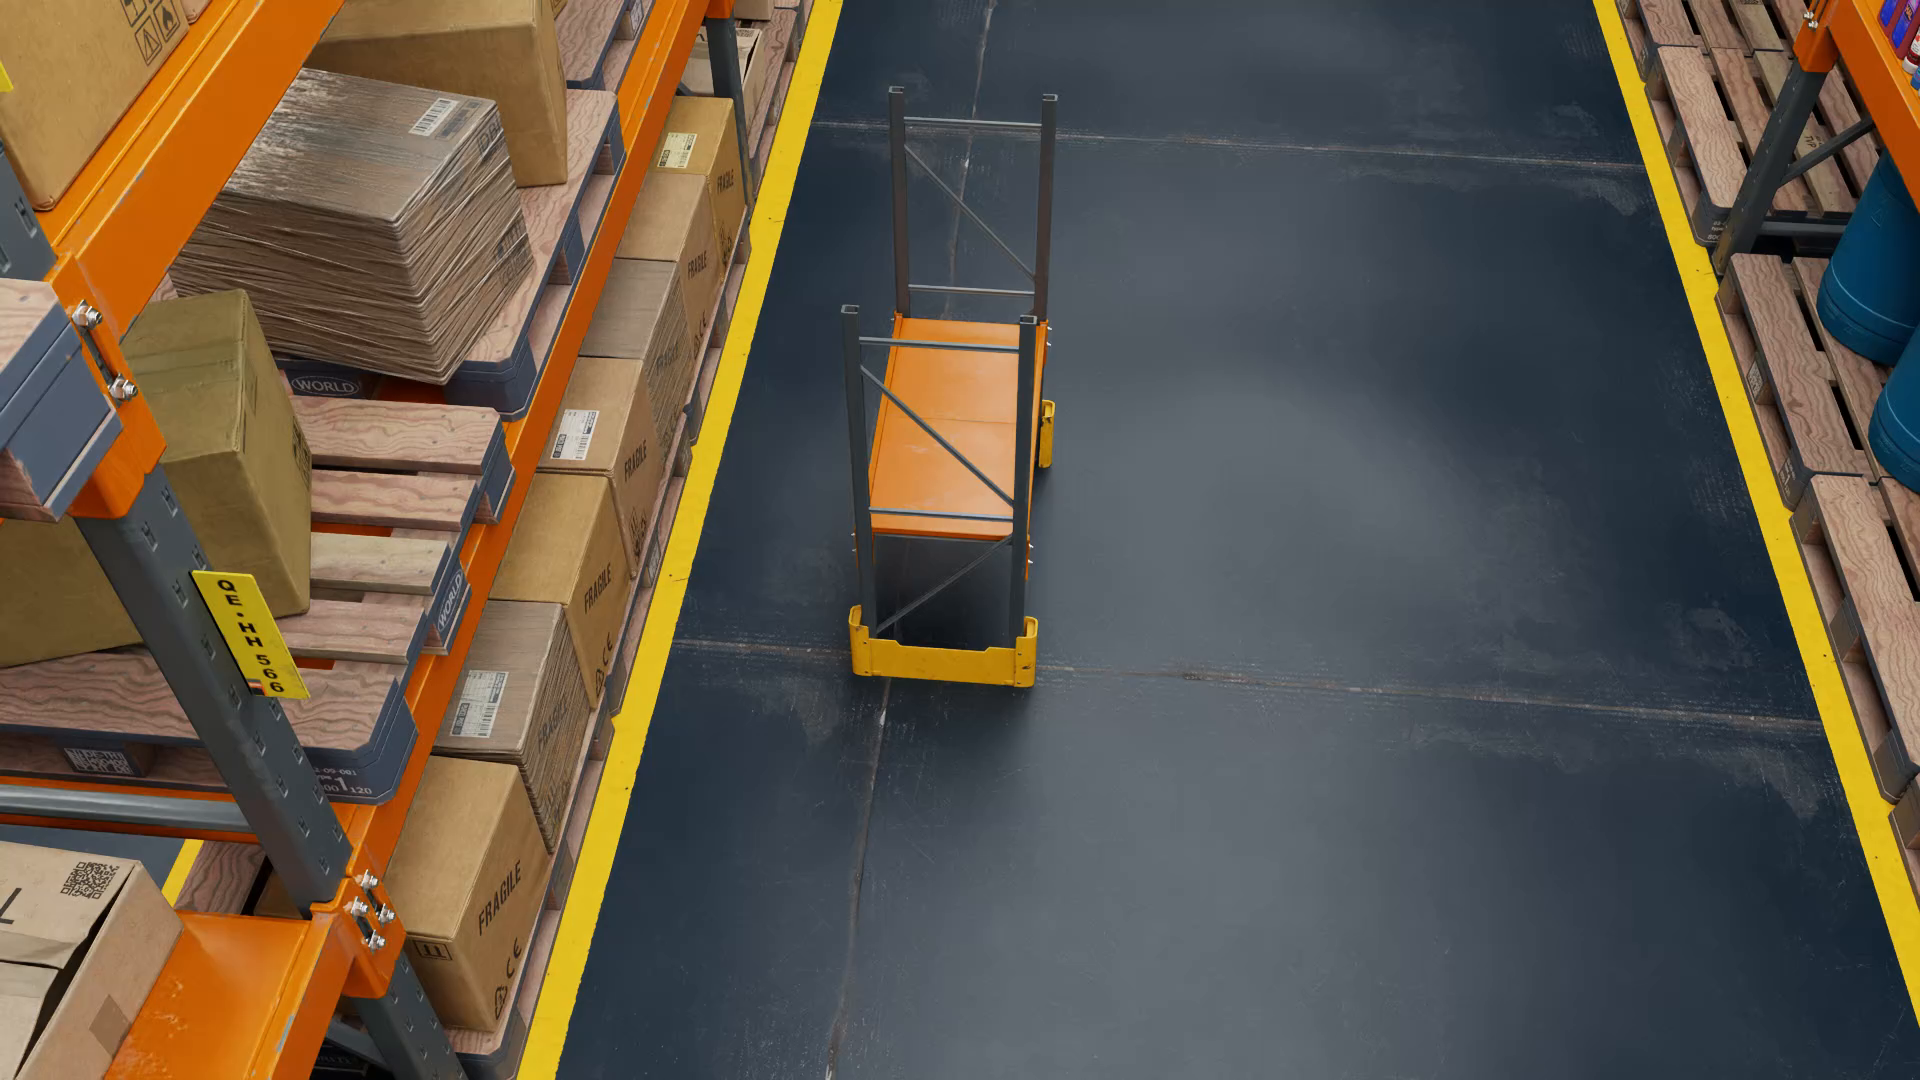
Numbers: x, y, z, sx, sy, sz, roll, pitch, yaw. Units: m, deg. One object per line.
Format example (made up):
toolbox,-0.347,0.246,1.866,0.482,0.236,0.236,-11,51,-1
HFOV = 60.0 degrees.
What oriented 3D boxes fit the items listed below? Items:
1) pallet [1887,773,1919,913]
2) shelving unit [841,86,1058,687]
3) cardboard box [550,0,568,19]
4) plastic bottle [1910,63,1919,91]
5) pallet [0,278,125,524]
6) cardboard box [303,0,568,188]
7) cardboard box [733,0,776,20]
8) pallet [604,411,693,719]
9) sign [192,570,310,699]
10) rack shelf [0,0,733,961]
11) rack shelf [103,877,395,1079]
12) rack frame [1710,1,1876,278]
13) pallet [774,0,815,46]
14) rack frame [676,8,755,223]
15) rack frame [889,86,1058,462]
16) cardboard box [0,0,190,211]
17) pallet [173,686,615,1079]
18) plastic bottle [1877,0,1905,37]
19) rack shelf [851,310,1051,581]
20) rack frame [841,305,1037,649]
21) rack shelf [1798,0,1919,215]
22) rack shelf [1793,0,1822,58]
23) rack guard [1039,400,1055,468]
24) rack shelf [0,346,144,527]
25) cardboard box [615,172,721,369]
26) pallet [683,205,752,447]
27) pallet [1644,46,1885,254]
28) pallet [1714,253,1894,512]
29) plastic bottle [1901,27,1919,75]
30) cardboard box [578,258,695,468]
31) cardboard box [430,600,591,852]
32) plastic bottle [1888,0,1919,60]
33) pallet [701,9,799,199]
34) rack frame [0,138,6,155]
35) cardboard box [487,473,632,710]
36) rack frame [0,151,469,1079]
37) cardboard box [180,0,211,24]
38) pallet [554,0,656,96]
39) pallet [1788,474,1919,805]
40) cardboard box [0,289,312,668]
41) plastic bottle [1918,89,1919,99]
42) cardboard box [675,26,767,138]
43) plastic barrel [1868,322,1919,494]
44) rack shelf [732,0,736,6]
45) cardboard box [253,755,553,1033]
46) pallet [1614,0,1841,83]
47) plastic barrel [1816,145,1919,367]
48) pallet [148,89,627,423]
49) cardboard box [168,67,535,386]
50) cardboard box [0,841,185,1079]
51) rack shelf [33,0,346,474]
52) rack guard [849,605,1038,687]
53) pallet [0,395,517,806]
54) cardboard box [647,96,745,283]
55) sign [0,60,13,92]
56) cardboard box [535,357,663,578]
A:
pallet,3.227,1.214,4.496,1.003,0.211,1.213,4,48,4
shelving unit,-0.007,-0.450,5.145,0.587,1.500,1.083,4,48,4
cardboard box,-1.637,-1.753,4.968,0.700,0.500,0.500,11,48,10
plastic bottle,3.090,-1.544,5.217,0.097,0.271,0.097,0,48,0
pallet,-1.708,0.075,1.743,1.213,0.211,1.003,6,48,5
cardboard box,-1.471,-1.293,4.548,0.700,0.500,0.500,-7,48,-6
cardboard box,-1.049,-2.542,7.665,0.380,0.166,0.250,4,48,4
pallet,-1.516,0.020,5.588,1.003,0.211,1.213,4,48,4
sign,-1.183,0.163,2.783,0.100,0.325,0.005,4,48,4
rack shelf,-1.553,-0.708,4.852,1.077,0.370,4.000,4,48,4
rack shelf,-1.918,2.232,2.164,1.077,0.370,4.000,4,48,4
rack frame,3.561,-2.084,5.623,1.000,3.000,0.127,4,48,4
pallet,-1.199,-2.882,8.243,1.003,0.211,1.213,4,48,4
rack frame,-1.371,-2.420,5.931,1.000,3.000,0.127,4,48,4
rack frame,0.039,-0.817,5.481,0.500,1.500,0.032,4,48,4
cardboard box,-1.729,-0.850,2.394,0.910,0.500,0.500,4,48,4
pallet,-1.630,0.914,4.771,1.003,0.211,1.213,4,48,4
plastic bottle,3.103,-1.804,5.446,0.061,0.283,0.133,4,48,4
rack shelf,-0.008,-0.322,5.272,0.538,0.185,1.000,4,48,4
rack frame,-0.054,-0.070,4.798,0.500,1.500,0.032,4,48,4
rack shelf,3.379,-0.372,4.545,1.077,0.370,4.000,4,48,4
rack shelf,3.744,-3.311,7.233,1.077,0.370,4.000,4,48,4
rack guard,0.038,-0.394,5.941,0.587,0.250,0.087,4,48,4
rack shelf,-1.918,1.219,1.057,1.077,0.370,4.000,4,48,4
cardboard box,-1.184,-0.980,6.010,0.500,0.500,0.500,4,48,4
pallet,-1.408,-0.879,6.411,1.003,0.211,1.213,4,48,4
pallet,3.590,-1.686,7.149,1.003,0.211,1.213,4,48,4
pallet,3.449,-0.579,6.136,1.003,0.211,1.213,4,48,4
plastic bottle,3.099,-1.592,5.308,0.097,0.201,0.097,0,48,0
cardboard box,-1.230,-0.612,5.673,0.500,0.500,0.500,4,48,4
cardboard box,-1.367,0.514,4.643,0.500,0.500,0.500,2,48,2
plastic bottle,3.091,-1.706,5.357,0.061,0.283,0.133,4,48,4
pallet,-1.308,-1.983,7.421,1.003,0.211,1.213,4,48,4
rack frame,-1.736,-1.505,1.029,1.000,3.000,0.127,4,48,4
cardboard box,-1.317,0.146,4.980,0.500,0.500,0.500,3,48,3
rack frame,-1.736,0.519,3.242,1.000,3.000,0.127,4,48,4
cardboard box,-1.683,-1.224,2.737,0.910,0.500,0.500,4,48,4
pallet,-1.553,-1.775,5.471,1.003,0.211,1.213,4,48,4
pallet,3.341,0.320,5.314,1.003,0.211,1.213,4,48,4
cardboard box,-1.790,-0.127,3.481,0.700,0.500,0.500,-11,48,-10
plastic bottle,3.106,-1.459,5.136,0.152,0.276,0.135,4,48,4
cardboard box,-1.117,-1.955,7.029,0.500,0.311,0.500,4,48,4
plastic barrel,3.430,-0.599,5.402,0.600,0.901,0.708,4,48,4
rack shelf,-1.189,-3.647,7.540,1.077,0.370,4.000,4,48,4
cardboard box,-1.410,0.899,4.291,0.500,0.500,0.500,6,48,5
pallet,3.698,-2.585,7.971,1.003,0.211,1.213,4,48,4
plastic barrel,3.495,-1.119,5.878,0.600,0.901,0.708,4,48,4
pallet,-1.563,-0.845,4.620,1.003,0.211,1.213,4,48,4
cardboard box,-1.517,-0.786,4.084,0.700,0.500,0.500,12,49,11
cardboard box,-1.812,0.814,3.033,0.500,0.311,0.500,7,48,6
rack shelf,-1.553,-1.720,3.745,1.077,0.370,4.000,4,48,4
rack guard,-0.052,0.338,5.272,0.587,0.250,0.087,4,48,4
pallet,-1.744,0.081,3.773,1.213,0.211,1.003,4,48,4
cardboard box,-1.131,-1.343,6.341,0.500,0.500,0.500,4,48,3
sign,-1.184,-0.651,1.876,0.100,0.325,0.005,4,48,4
cardboard box,-1.274,-0.238,5.331,0.500,0.500,0.500,2,48,2
